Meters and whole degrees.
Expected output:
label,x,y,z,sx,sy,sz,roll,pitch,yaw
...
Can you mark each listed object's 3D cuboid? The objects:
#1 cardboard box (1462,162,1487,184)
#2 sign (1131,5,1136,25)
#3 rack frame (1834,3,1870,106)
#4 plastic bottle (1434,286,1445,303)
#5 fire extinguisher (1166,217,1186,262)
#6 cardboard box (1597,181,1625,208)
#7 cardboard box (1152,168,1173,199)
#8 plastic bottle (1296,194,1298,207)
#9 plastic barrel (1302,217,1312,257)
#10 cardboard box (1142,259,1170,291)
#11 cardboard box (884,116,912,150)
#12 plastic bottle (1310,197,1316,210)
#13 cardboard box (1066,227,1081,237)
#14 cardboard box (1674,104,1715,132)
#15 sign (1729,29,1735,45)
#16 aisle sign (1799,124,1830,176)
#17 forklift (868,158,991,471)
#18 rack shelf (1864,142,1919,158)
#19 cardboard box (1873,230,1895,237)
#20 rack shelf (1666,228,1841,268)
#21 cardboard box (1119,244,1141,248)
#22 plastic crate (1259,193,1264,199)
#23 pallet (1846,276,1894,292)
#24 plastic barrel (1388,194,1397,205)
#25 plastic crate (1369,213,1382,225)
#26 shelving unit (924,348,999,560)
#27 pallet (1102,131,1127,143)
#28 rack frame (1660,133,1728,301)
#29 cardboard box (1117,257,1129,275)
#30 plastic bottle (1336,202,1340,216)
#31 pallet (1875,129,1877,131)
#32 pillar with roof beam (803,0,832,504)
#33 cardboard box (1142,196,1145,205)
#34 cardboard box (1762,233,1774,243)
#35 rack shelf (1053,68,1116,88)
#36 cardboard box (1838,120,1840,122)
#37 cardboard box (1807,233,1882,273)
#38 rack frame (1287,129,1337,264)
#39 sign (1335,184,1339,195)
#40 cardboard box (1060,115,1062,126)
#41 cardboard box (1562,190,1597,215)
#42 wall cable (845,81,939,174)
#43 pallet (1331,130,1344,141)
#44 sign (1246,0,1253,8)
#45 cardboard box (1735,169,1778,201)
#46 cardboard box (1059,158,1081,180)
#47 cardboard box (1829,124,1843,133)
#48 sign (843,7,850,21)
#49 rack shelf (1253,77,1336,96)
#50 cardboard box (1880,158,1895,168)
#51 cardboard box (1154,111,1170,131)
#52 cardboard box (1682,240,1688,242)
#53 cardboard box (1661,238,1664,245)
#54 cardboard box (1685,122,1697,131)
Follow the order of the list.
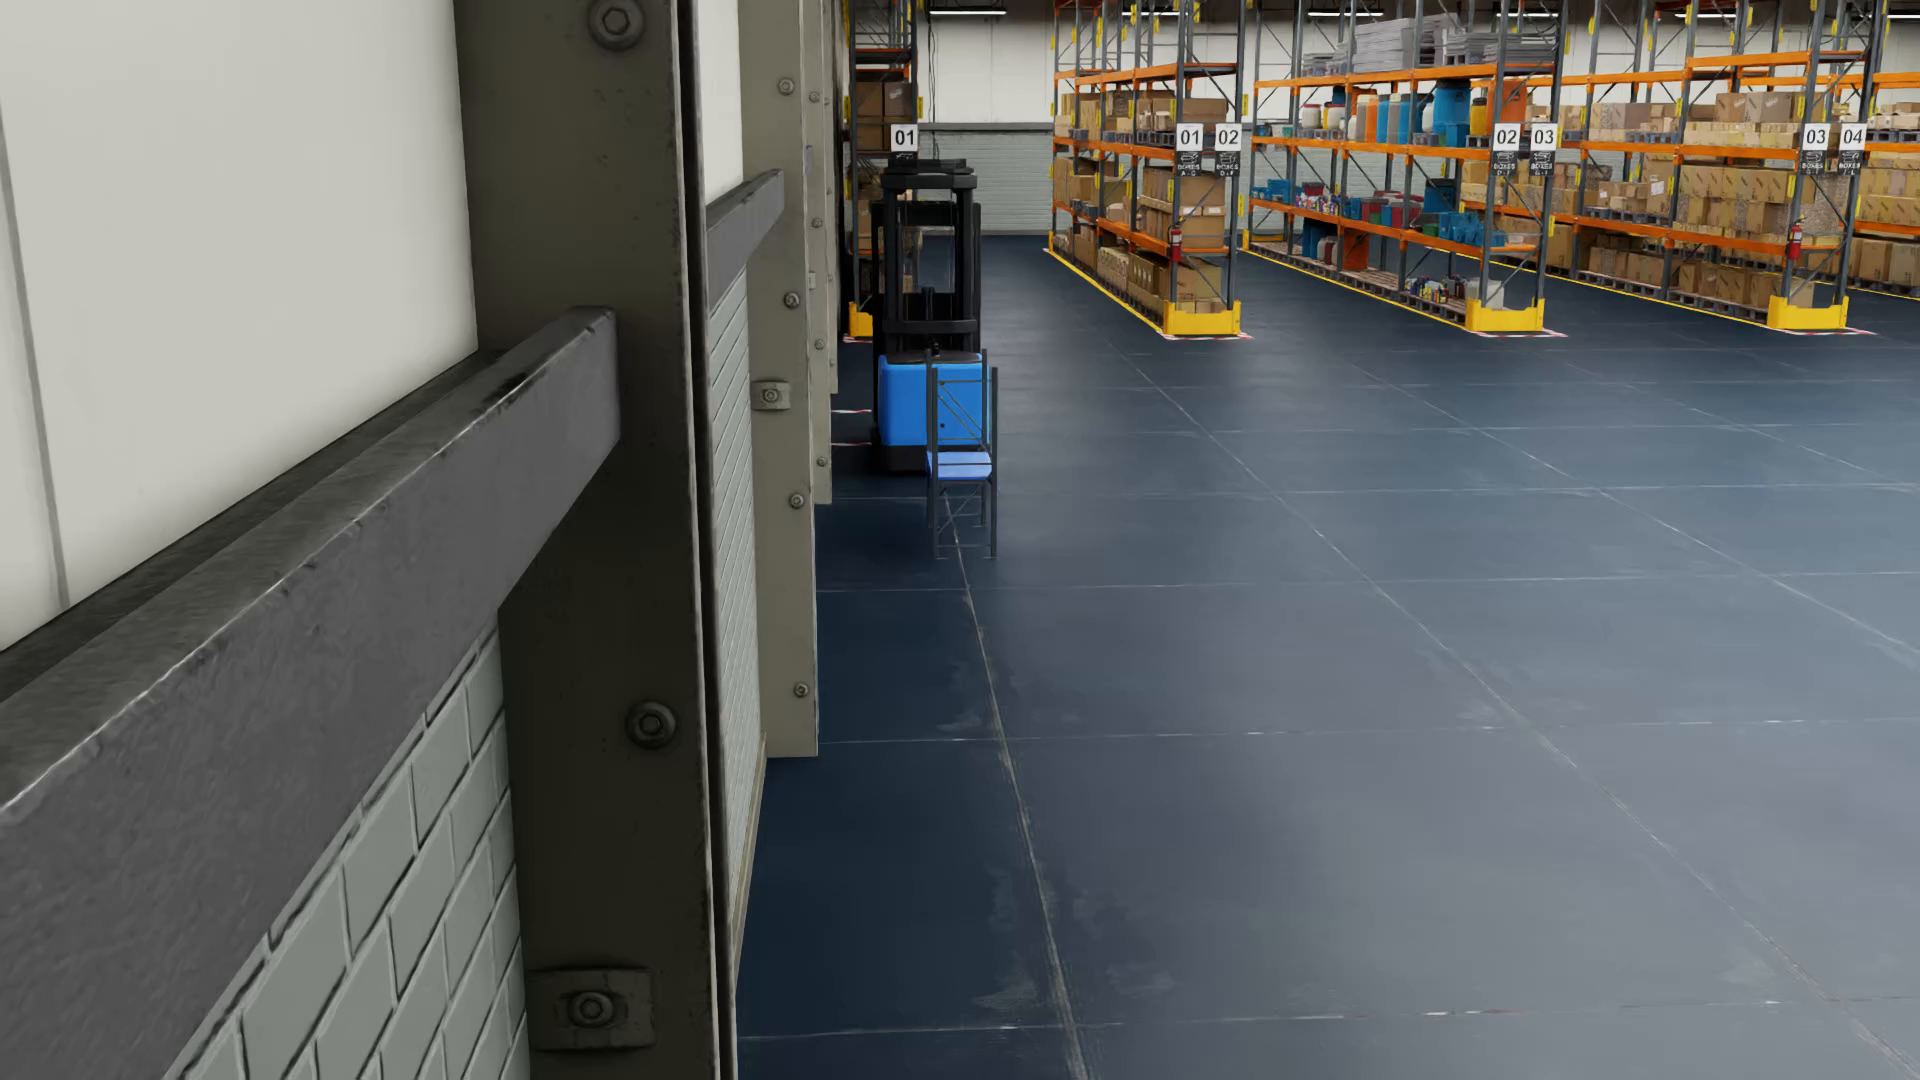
label,x,y,z,sx,sy,sz,roll,pitch,yaw
cardboard box,12.525,-8.913,40.347,0.500,0.500,0.500,-1,14,-5
sign,3.010,-9.103,28.815,0.100,0.325,0.005,-1,14,-3
rack frame,22.586,-11.913,41.770,1.000,3.000,0.127,-1,14,-3
plastic bottle,8.203,-4.206,28.439,0.152,0.276,0.135,-1,14,-3
fire extinguisher,3.343,-4.650,25.734,0.296,0.674,0.183,-1,14,-3
cardboard box,13.264,-6.984,33.606,0.500,0.500,0.500,-3,15,-10
cardboard box,3.648,-6.035,28.158,0.700,0.500,0.500,-1,14,-3
plastic bottle,7.596,-7.630,37.394,0.061,0.283,0.133,-1,14,-3
plastic barrel,8.016,-6.835,37.441,0.600,0.901,0.708,-1,14,-3
cardboard box,3.362,-4.460,28.013,0.500,0.500,0.500,-1,14,-3
cardboard box,-0.916,-6.244,25.515,0.500,0.500,0.500,-1,14,-2
plastic bottle,7.720,-7.315,36.185,0.152,0.276,0.135,-1,14,-3
cardboard box,2.934,-7.180,39.537,0.797,0.503,0.637,-1,14,-3
cardboard box,13.508,-7.695,30.345,0.797,0.503,0.637,-2,15,-6
sign,17.357,-11.304,37.368,0.100,0.325,0.005,-1,14,-3
aisle sign,13.391,-6.115,26.055,0.394,0.787,0.004,-1,14,-3
forklift,-0.361,-2.392,16.942,1.130,2.935,3.031,-1,14,-5
rack shelf,18.271,-7.524,32.172,1.077,0.370,4.000,-1,14,-3
cardboard box,22.846,-7.356,40.396,0.875,0.438,0.875,-1,14,-5
rack shelf,13.563,-5.025,28.480,1.077,0.370,4.000,-1,14,-3
cardboard box,3.560,-5.834,34.313,0.500,0.500,0.500,0,14,-1
plastic crate,7.418,-8.364,40.422,0.250,0.136,0.298,-1,14,-3
pallet,18.194,-5.067,32.794,1.003,0.211,1.213,-1,14,-3
plastic barrel,8.550,-6.486,32.490,0.421,0.512,0.421,0,14,0
plastic crate,8.106,-6.120,31.719,0.450,0.188,0.662,-1,14,-3
shelving unit,0.005,-0.705,13.257,0.538,1.500,1.048,-1,14,-3
pallet,3.435,-7.907,32.598,1.213,0.211,1.003,0,14,-1
rack frame,13.439,-5.871,30.324,1.000,3.000,0.127,-1,14,-3
cardboard box,3.201,-5.088,30.830,0.500,0.311,0.500,0,14,-2
plastic bottle,7.797,-6.827,34.273,0.061,0.283,0.133,-1,14,-3
pallet,22.643,-10.233,41.438,1.003,0.211,1.213,-1,14,-3
pillar with roof beam,2.988,-4.795,14.102,9.100,9.000,0.400,-1,14,-3
cardboard box,3.390,-5.949,29.126,0.380,0.149,0.250,-1,14,-3
cardboard box,13.381,-4.945,27.232,0.380,0.149,0.250,-1,14,-3
rack shelf,2.932,-10.761,38.741,1.077,0.370,4.000,-1,14,-3
cardboard box,18.009,-8.414,33.650,0.380,0.149,0.250,-1,15,-6
cardboard box,18.095,-5.878,34.024,1.050,0.750,0.750,-1,14,-4
rack frame,8.000,-7.784,37.759,1.000,3.000,0.127,-1,14,-3
sign,8.549,-7.926,37.756,0.100,0.325,0.005,-1,14,-3
cardboard box,2.641,-9.945,39.436,0.500,0.250,0.500,-1,14,-3
cardboard box,12.913,-7.033,34.640,0.500,0.500,0.500,0,14,-2
wall cable,-2.130,-11.439,46.159,3.097,2.526,0.112,-1,14,-3
pallet,8.298,-8.342,34.288,1.003,0.211,1.213,-1,14,-3
sign,4.353,-8.165,25.010,0.100,0.325,0.005,-1,14,-3
cardboard box,13.341,-5.934,27.766,0.500,0.500,0.500,-1,14,-3
cardboard box,2.638,-8.867,39.761,0.500,0.500,0.500,-1,14,-3
cardboard box,13.900,-6.521,26.332,0.380,0.149,0.250,-1,14,-4
sign,-1.946,-9.066,28.509,0.100,0.325,0.005,-1,14,-3
rack shelf,7.876,-10.644,39.084,1.077,0.370,4.000,-1,14,-3
cardboard box,22.465,-8.912,39.936,0.500,0.500,0.500,-1,14,-3
cardboard box,3.430,-6.825,27.069,0.500,0.311,0.500,1,14,3
cardboard box,17.547,-7.212,39.820,0.380,0.149,0.250,-1,14,-2
cardboard box,17.502,-7.341,40.918,0.380,0.149,0.250,-1,14,-3
cardboard box,13.151,-7.358,29.586,0.380,0.149,0.250,-1,14,-5
